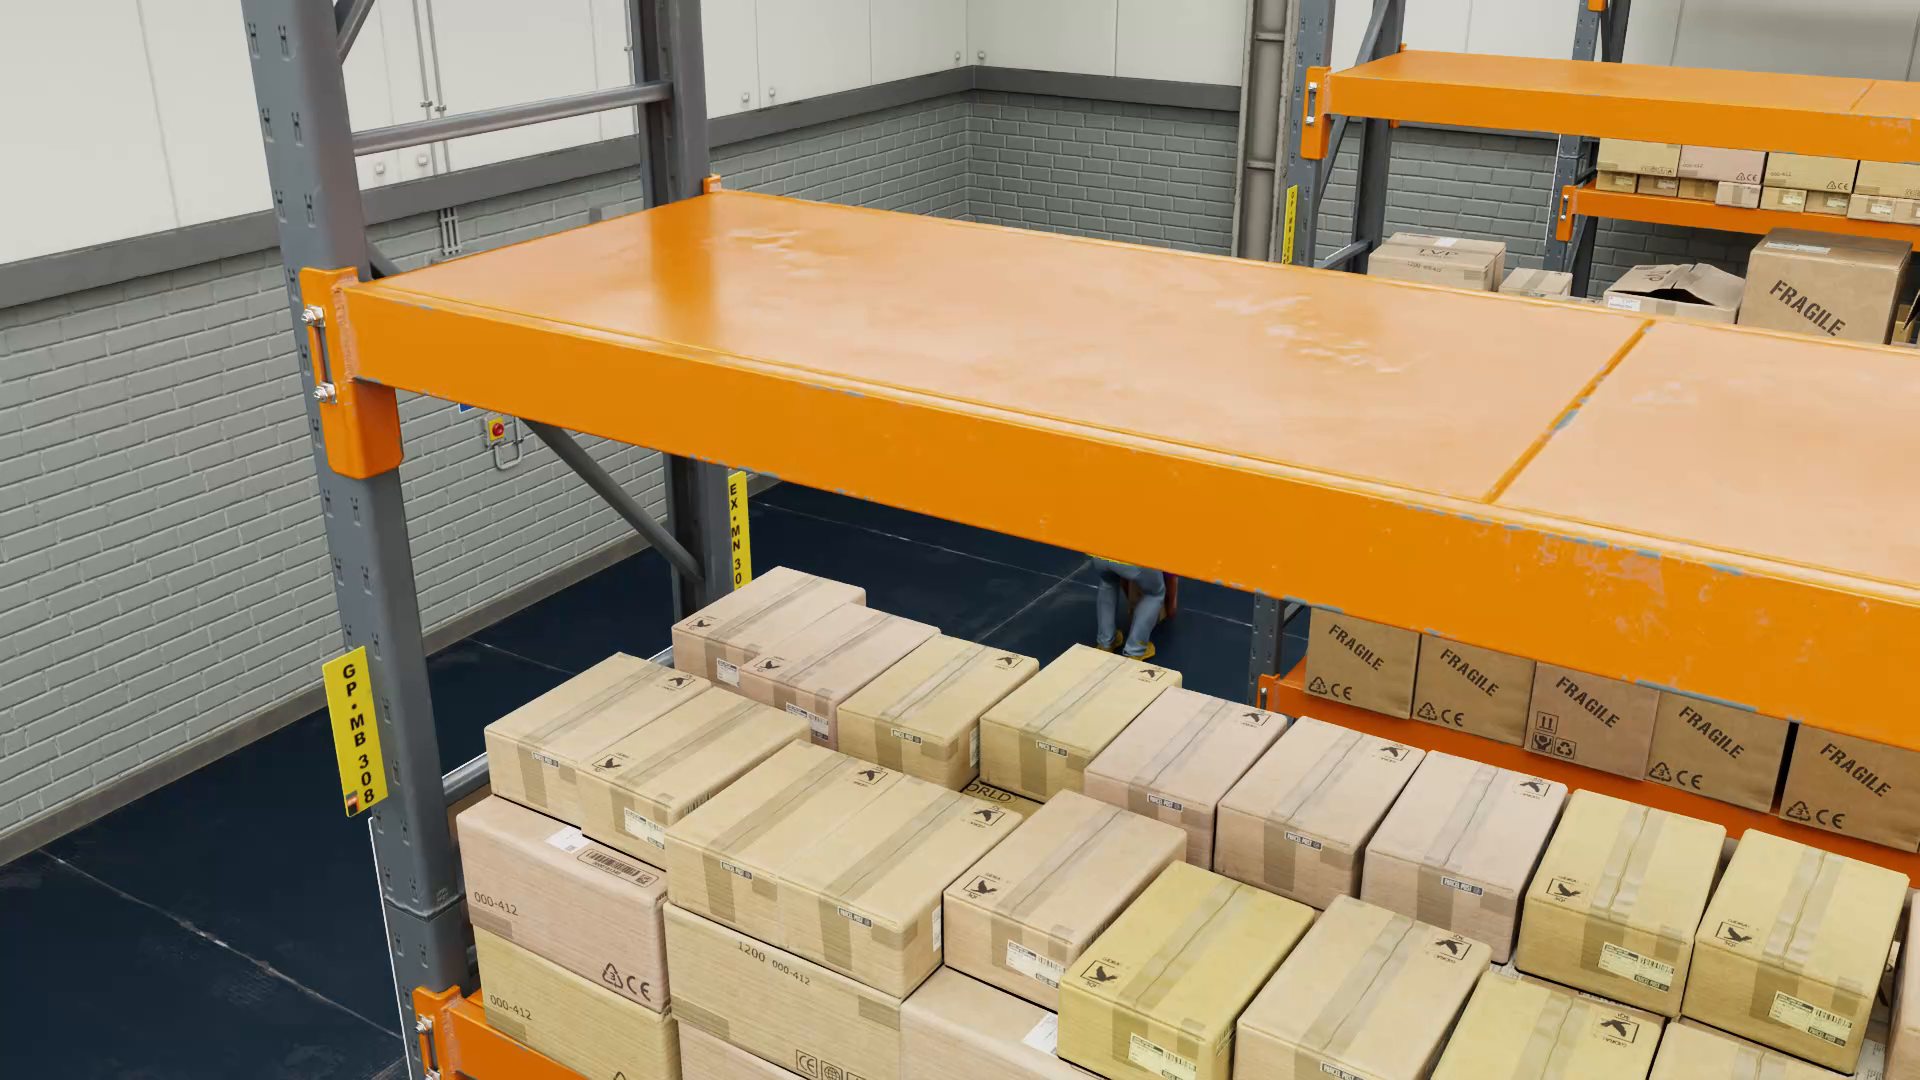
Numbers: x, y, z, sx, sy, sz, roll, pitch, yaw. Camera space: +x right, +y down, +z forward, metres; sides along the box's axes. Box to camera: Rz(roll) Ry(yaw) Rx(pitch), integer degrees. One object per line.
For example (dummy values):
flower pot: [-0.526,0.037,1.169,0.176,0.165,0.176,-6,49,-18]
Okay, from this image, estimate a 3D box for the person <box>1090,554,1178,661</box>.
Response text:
person: [1.162,0.217,10.985,0.497,1.019,0.976,12,26,27]
